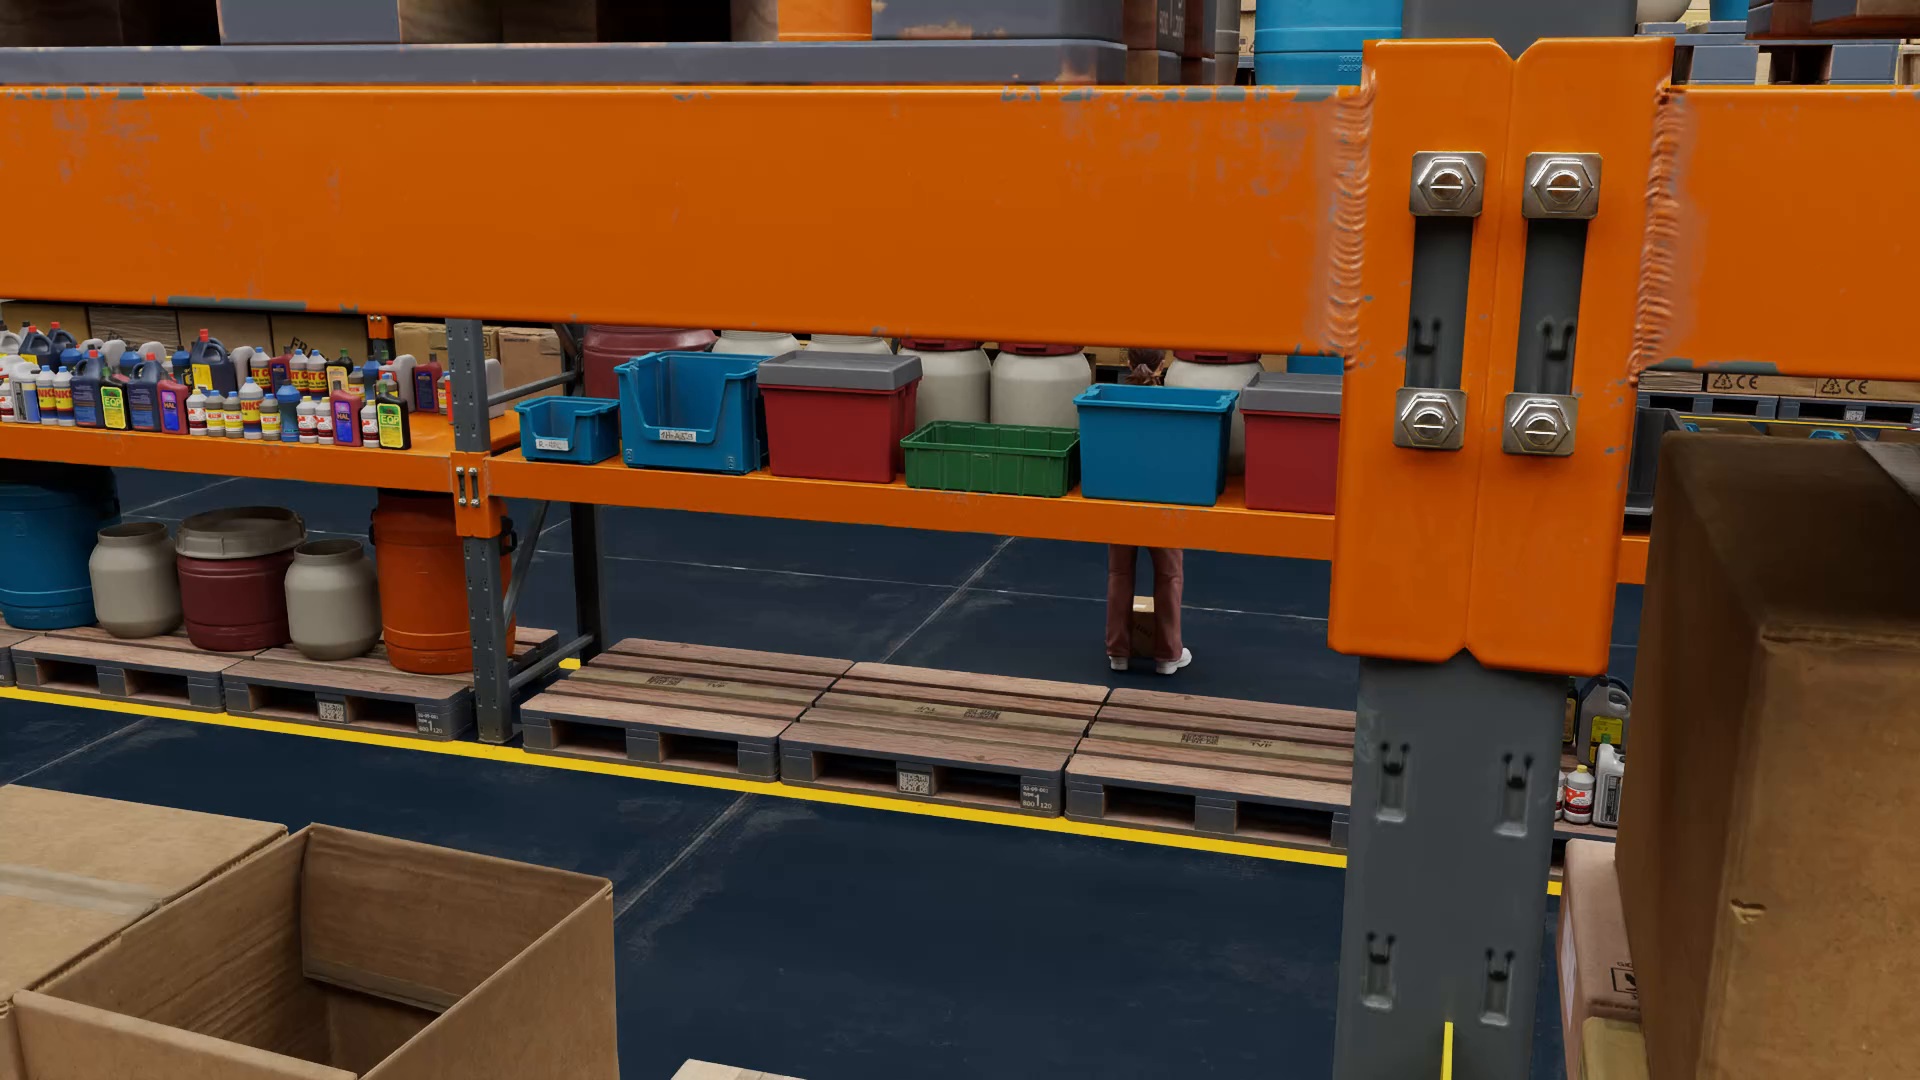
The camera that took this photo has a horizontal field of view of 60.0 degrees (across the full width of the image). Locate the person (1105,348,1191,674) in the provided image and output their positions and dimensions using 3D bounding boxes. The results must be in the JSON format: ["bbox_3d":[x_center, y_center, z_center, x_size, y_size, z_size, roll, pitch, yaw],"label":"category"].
[{"bbox_3d":[0.903,-0.174,8.166,0.498,1.672,0.360,5,16,16],"label":"person"}]
